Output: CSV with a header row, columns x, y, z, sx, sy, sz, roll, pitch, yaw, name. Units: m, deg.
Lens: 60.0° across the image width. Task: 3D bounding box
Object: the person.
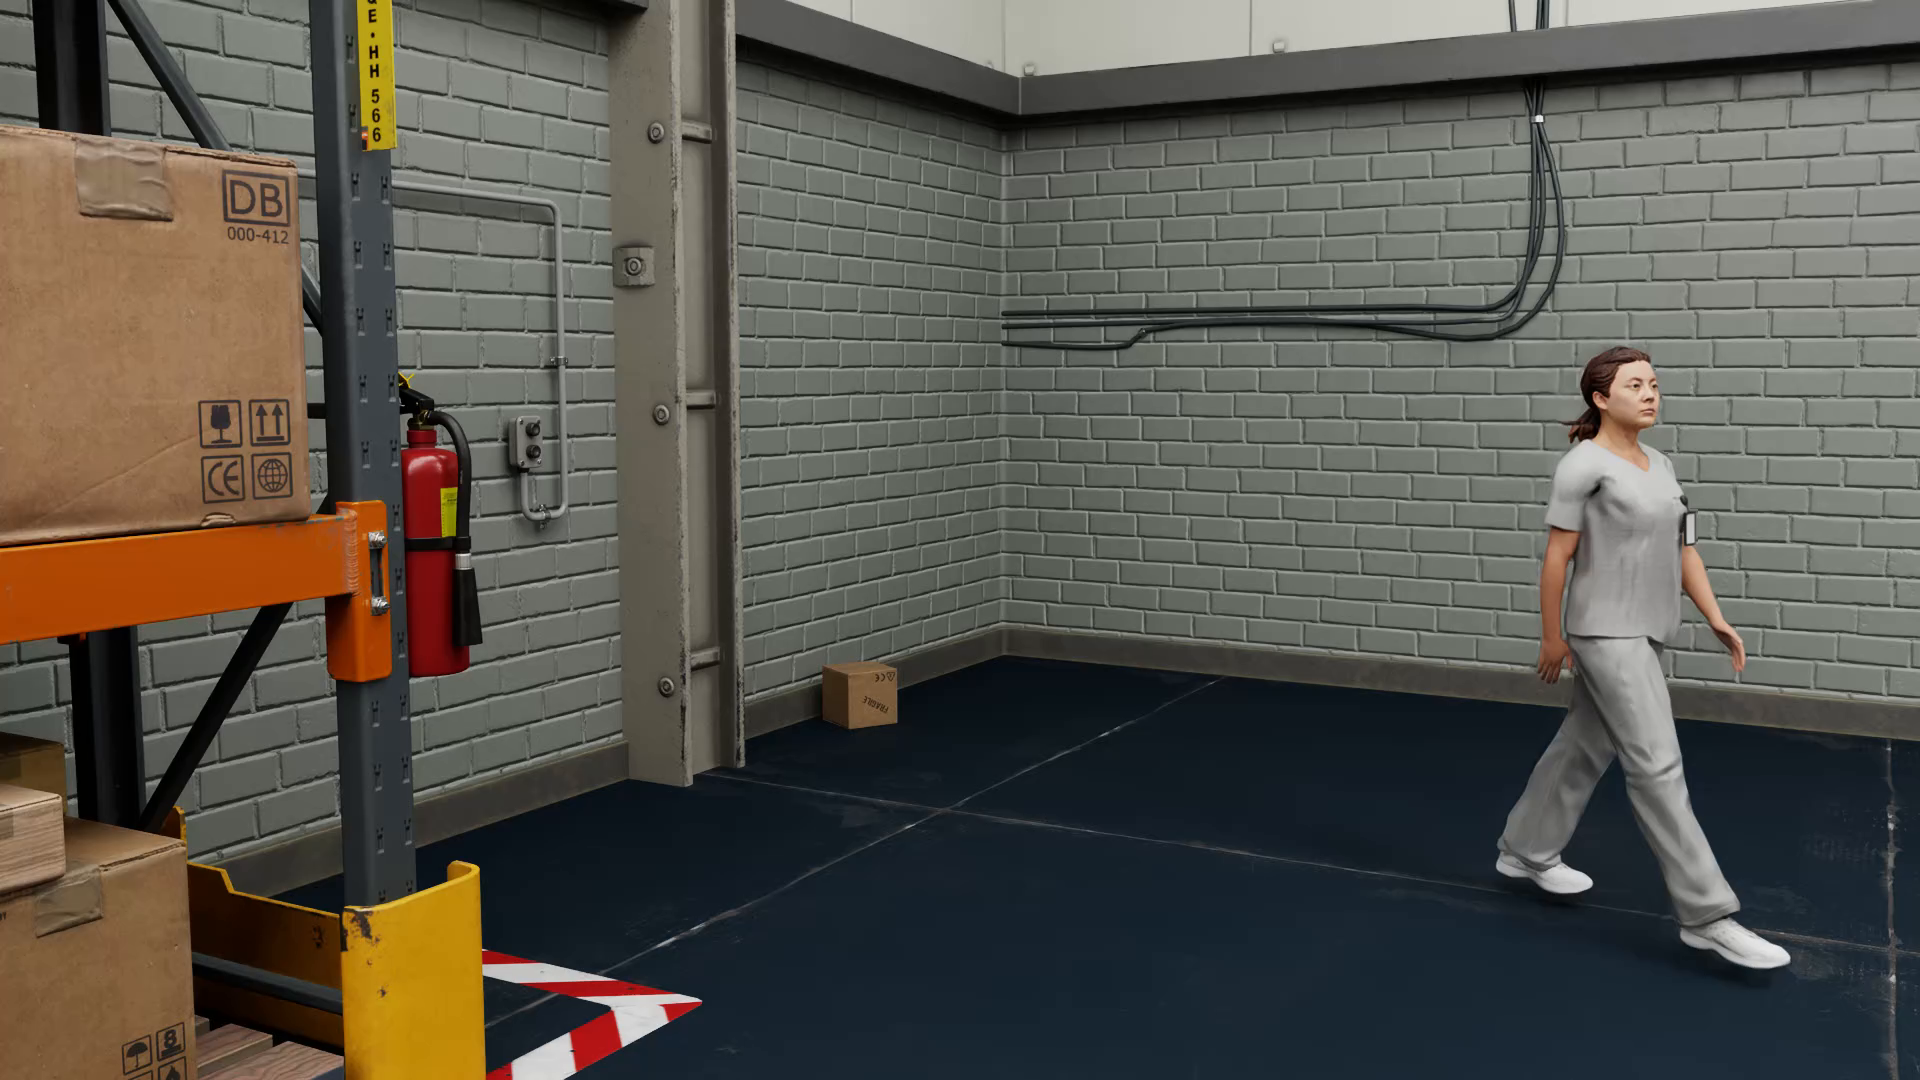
x,y,z,sx,sy,sz,roll,pitch,yaw,name
1.937,0.270,4.644,0.450,1.616,0.985,-4,7,-35,person
